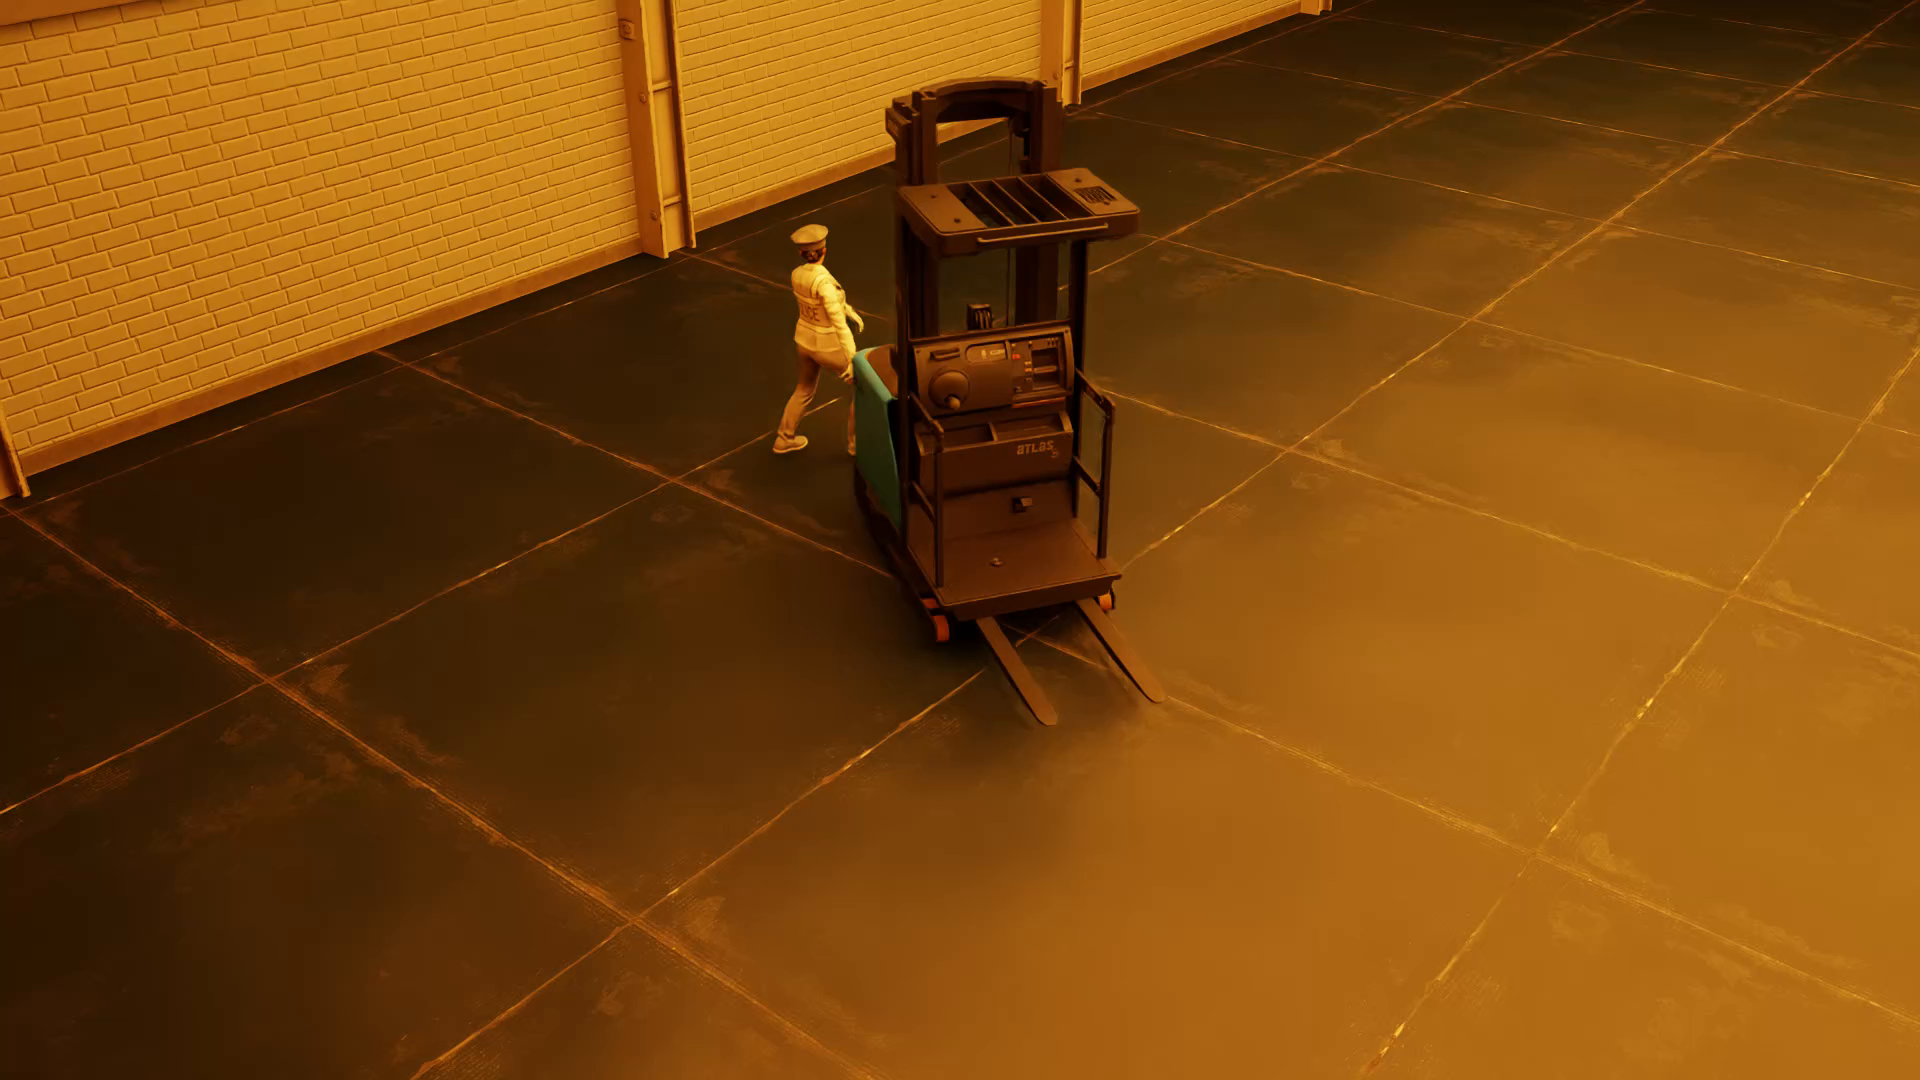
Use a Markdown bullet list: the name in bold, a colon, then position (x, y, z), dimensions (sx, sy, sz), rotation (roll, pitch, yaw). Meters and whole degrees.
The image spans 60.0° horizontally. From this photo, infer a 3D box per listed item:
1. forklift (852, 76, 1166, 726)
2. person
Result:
- **forklift**: position (0.265, -0.907, 9.147), dimensions (1.130, 2.935, 3.031), rotation (-10, 32, -16)
- **person**: position (-0.848, -1.293, 11.058), dimensions (0.626, 1.587, 0.715), rotation (26, 39, 37)
